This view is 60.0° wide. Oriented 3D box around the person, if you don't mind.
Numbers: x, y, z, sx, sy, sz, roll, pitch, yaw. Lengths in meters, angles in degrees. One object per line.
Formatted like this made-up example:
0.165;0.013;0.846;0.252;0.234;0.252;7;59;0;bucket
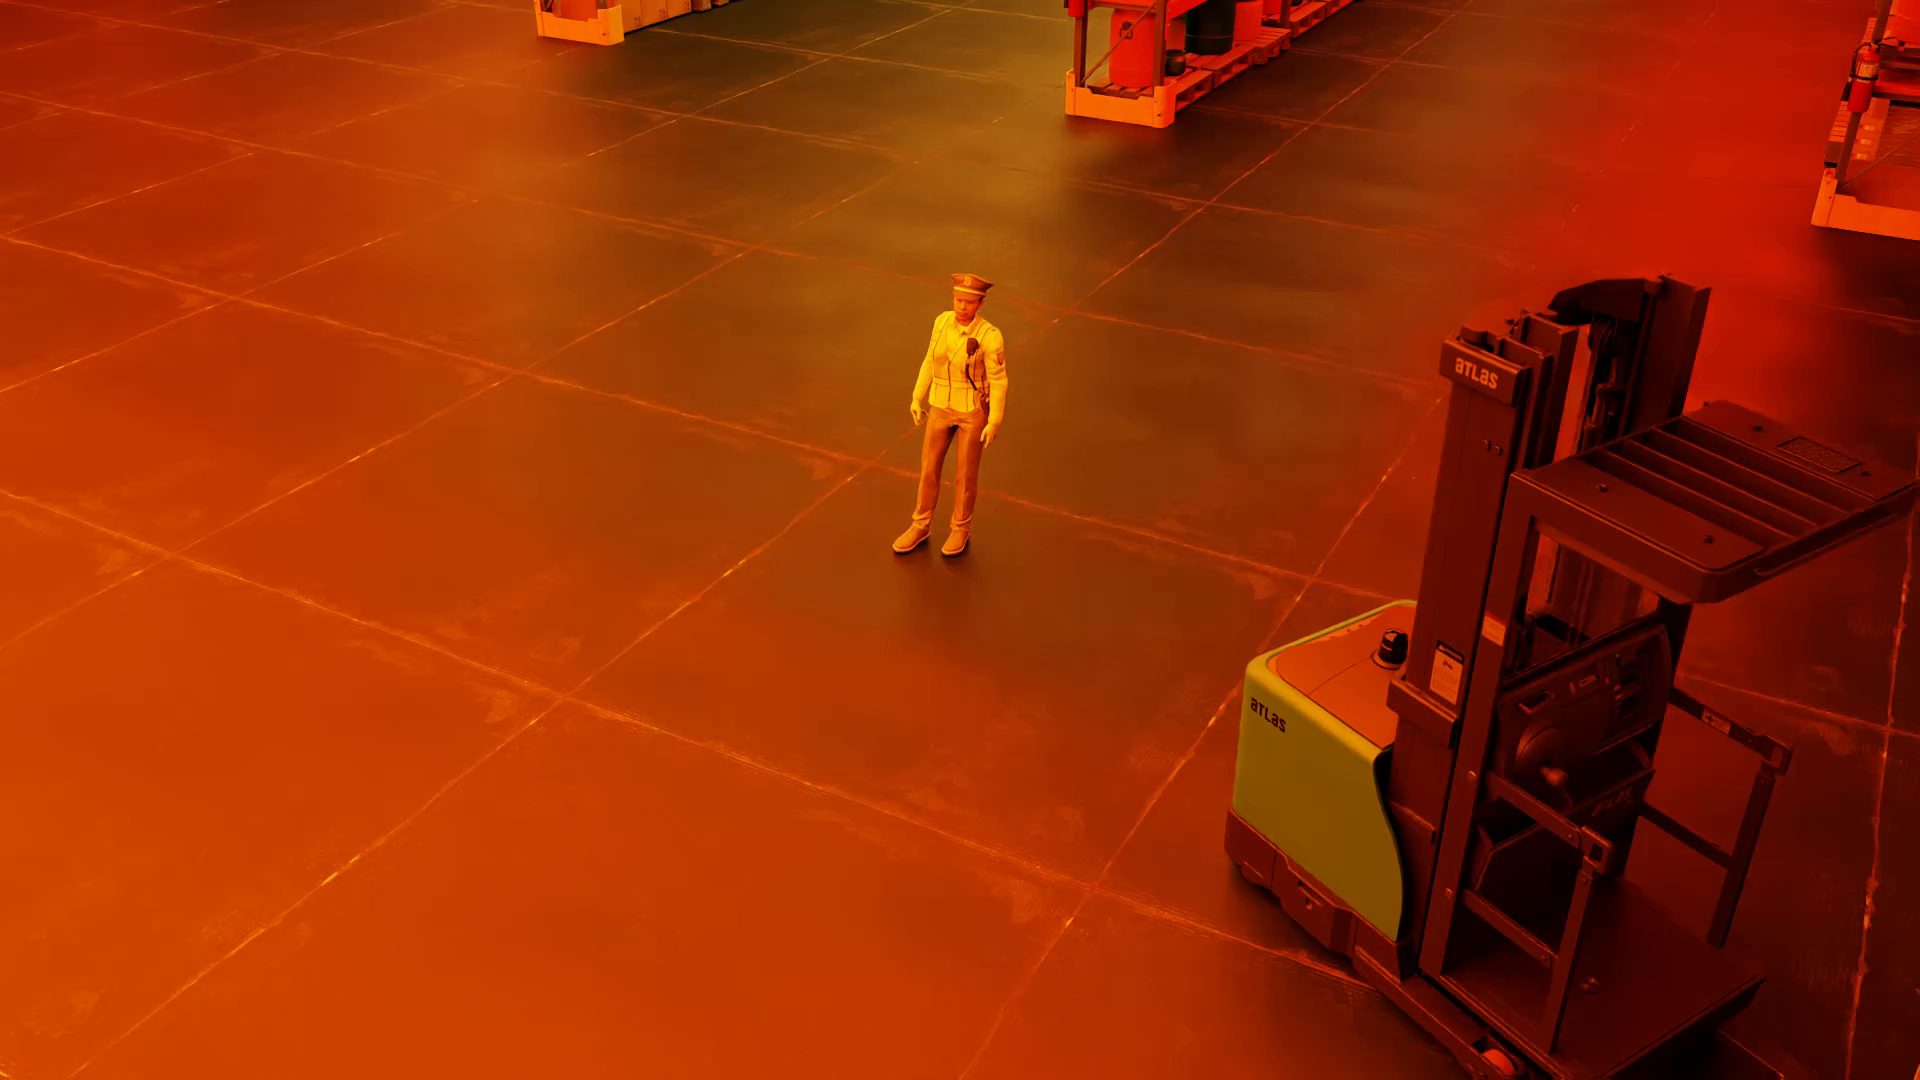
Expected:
-0.039;-0.712;9.526;0.587;1.695;0.531;15;33;25;person

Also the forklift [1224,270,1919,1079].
2.406;0.654;5.938;1.130;2.935;3.031;-18;34;-28;forklift
